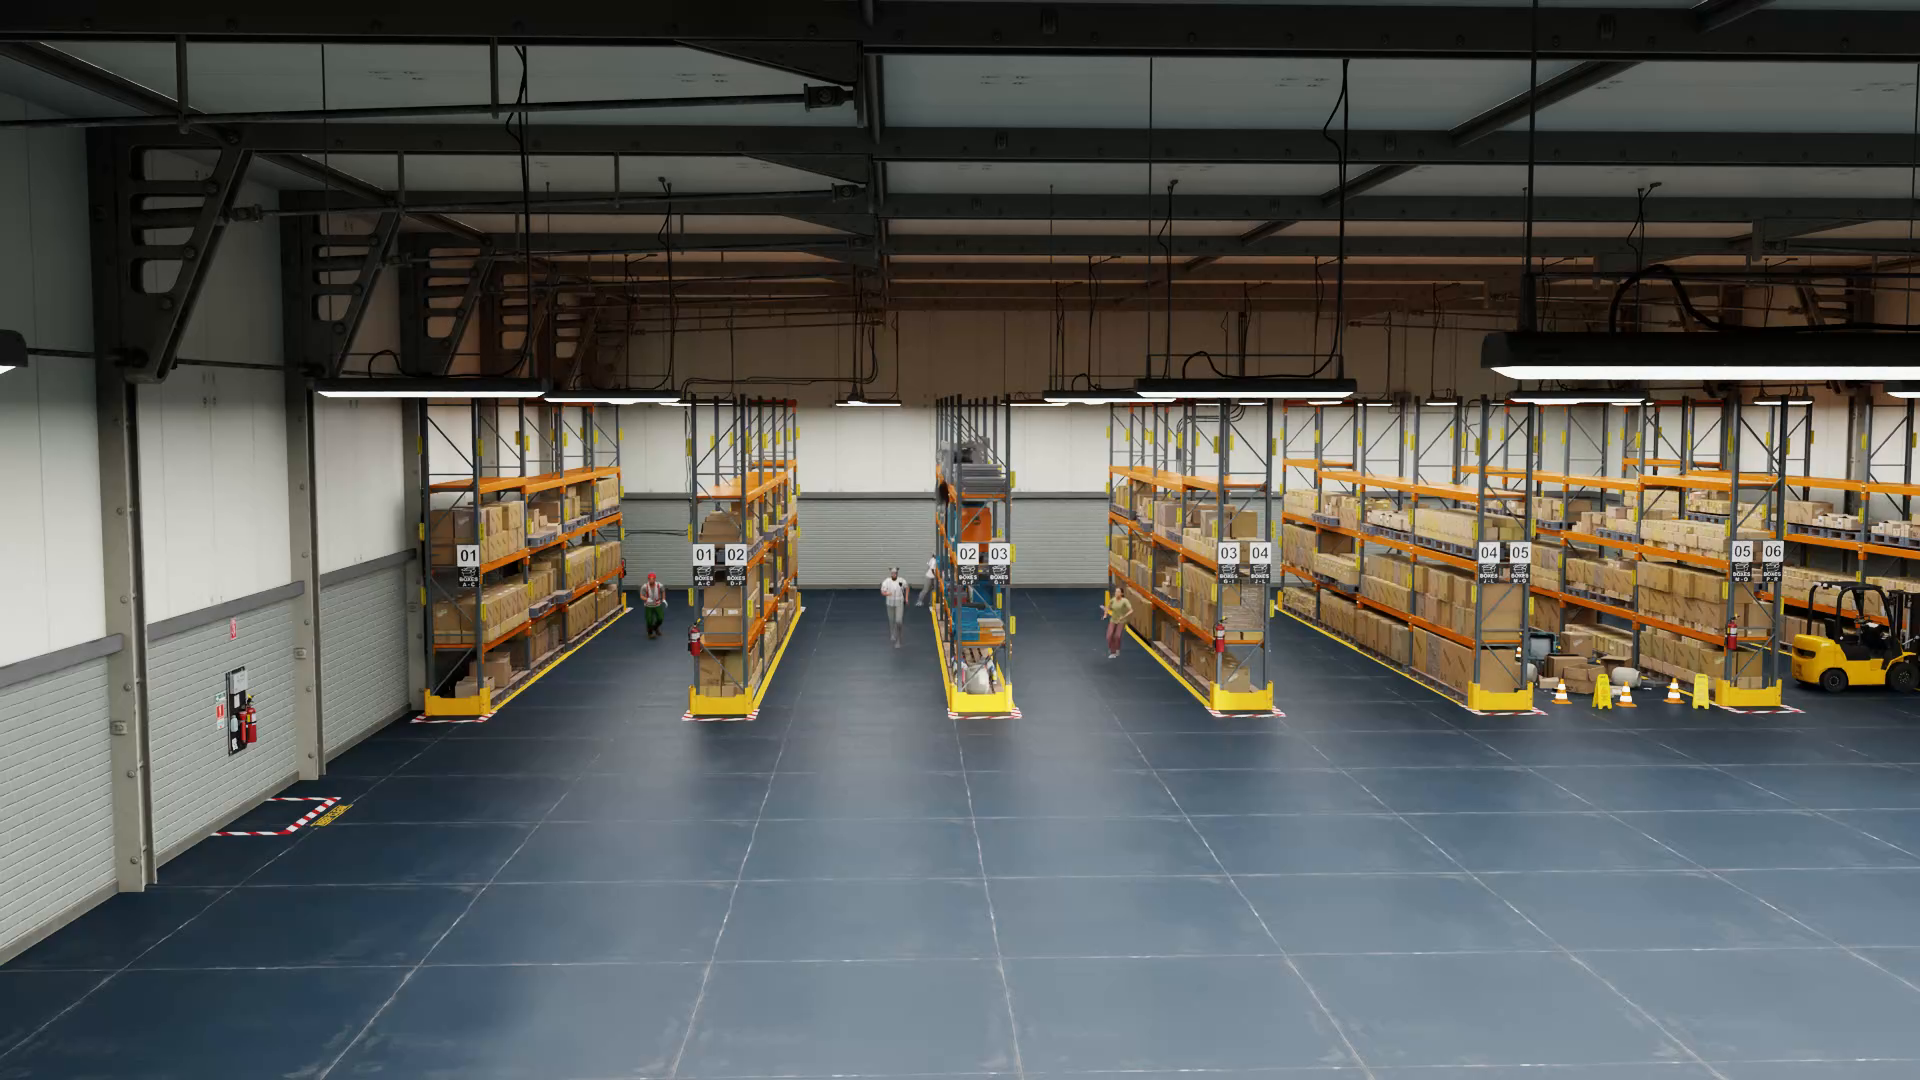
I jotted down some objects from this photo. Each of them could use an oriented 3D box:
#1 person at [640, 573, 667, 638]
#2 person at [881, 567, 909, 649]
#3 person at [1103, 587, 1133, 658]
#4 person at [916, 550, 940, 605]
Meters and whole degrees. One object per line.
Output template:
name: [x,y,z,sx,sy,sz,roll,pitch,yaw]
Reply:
person: [-7.614,1.638,41.353,0.694,1.673,0.795,-2,5,-19]
person: [-1.514,1.561,38.486,0.622,1.906,0.824,0,5,4]
person: [3.456,1.804,36.343,0.650,1.590,0.491,2,5,23]
person: [-0.895,1.105,48.465,0.724,1.624,0.569,1,5,8]
